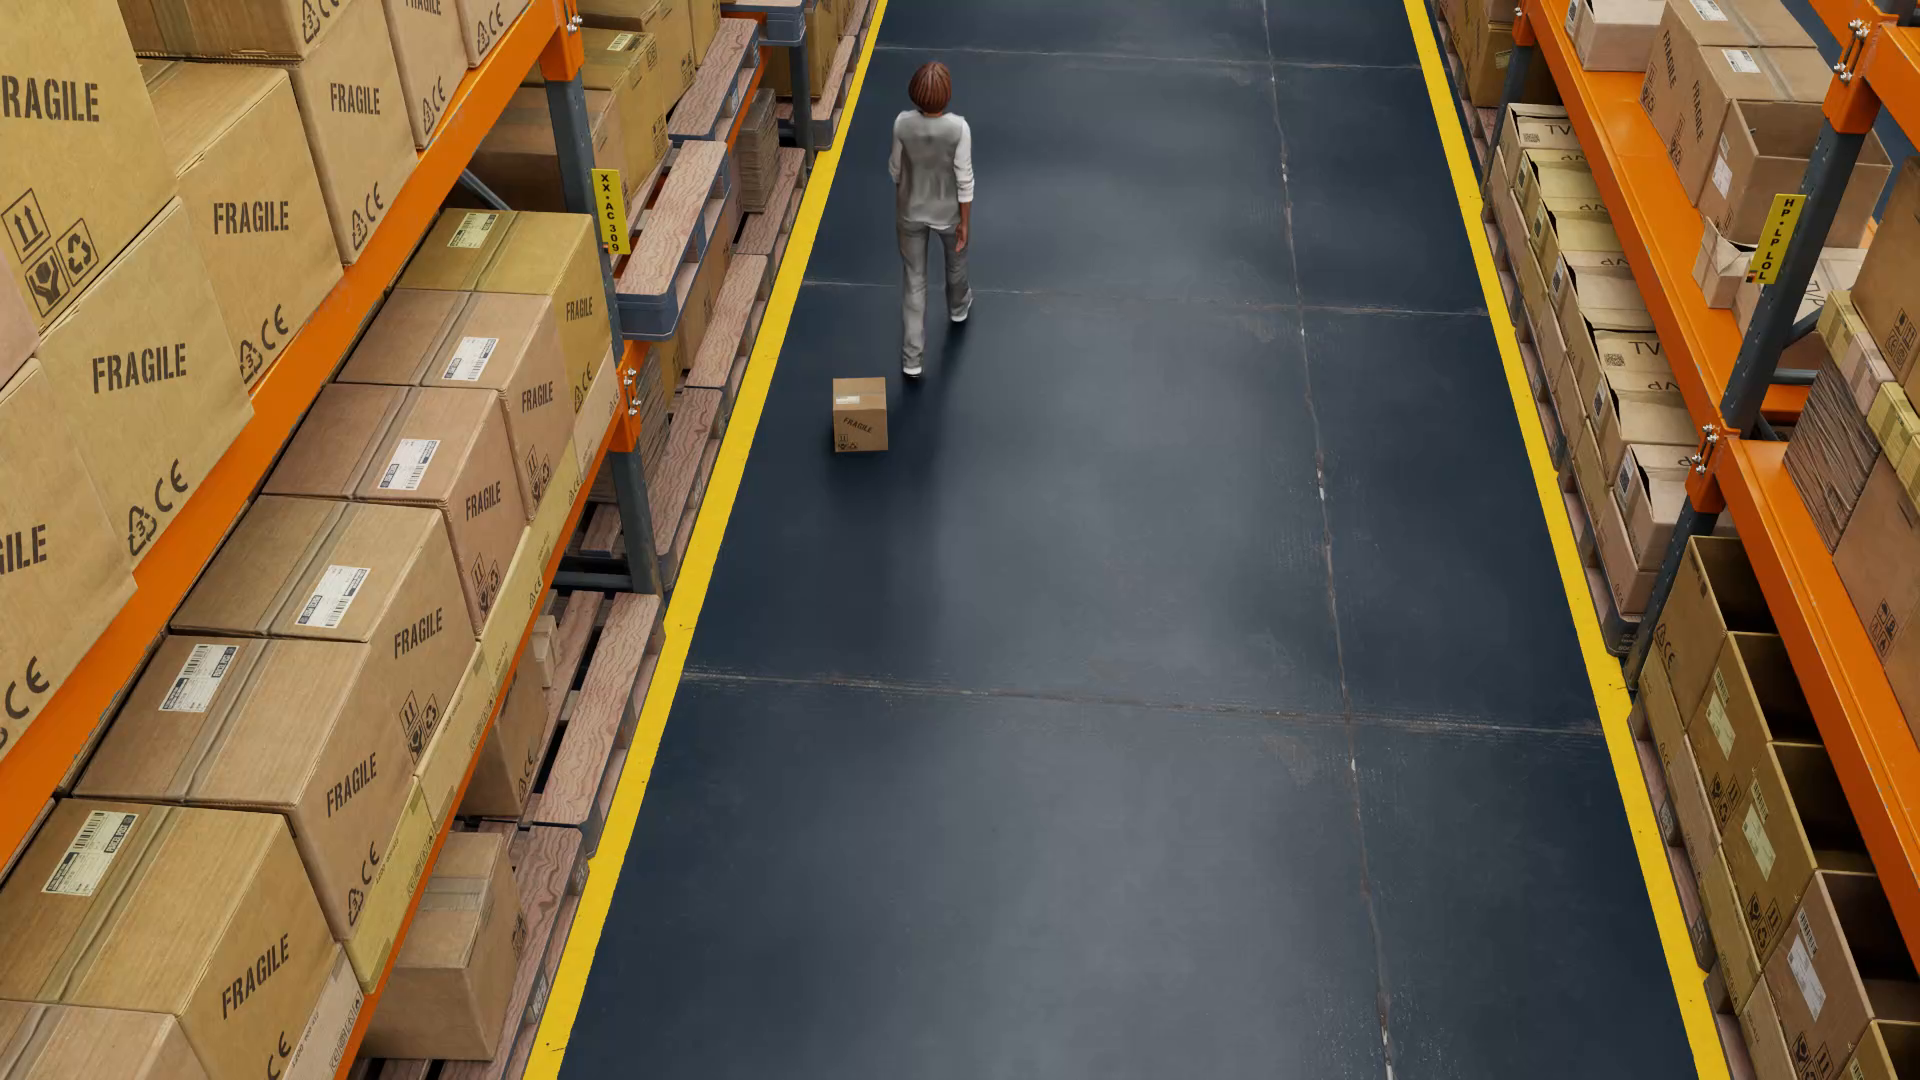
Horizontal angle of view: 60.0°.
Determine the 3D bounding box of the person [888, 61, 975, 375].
[{"bbox_3d":[-0.131,-1.628,8.053,0.419,1.550,0.849,2,41,3],"label":"person"}]
